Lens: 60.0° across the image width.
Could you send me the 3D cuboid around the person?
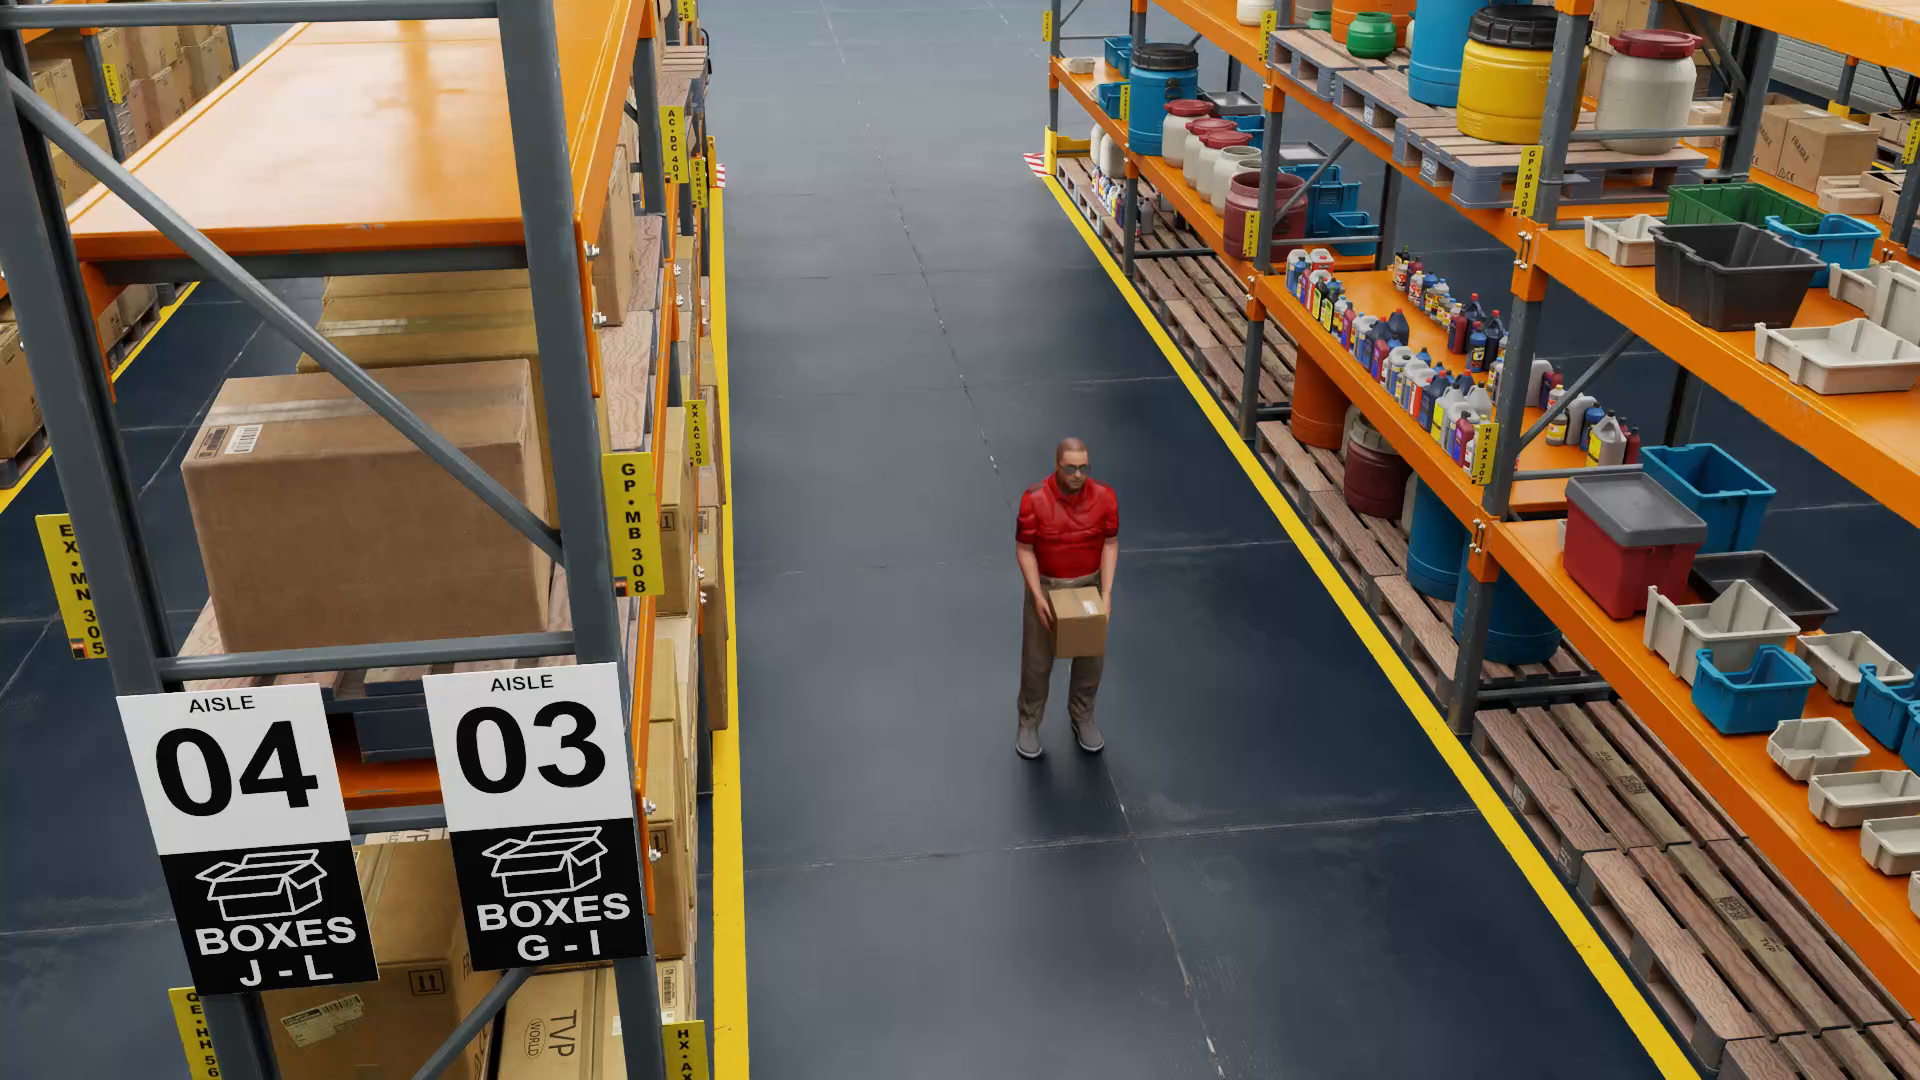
[{"bbox_3d":[0.554,0.300,8.520,0.533,1.733,0.458,-4,27,-8],"label":"person"}]
